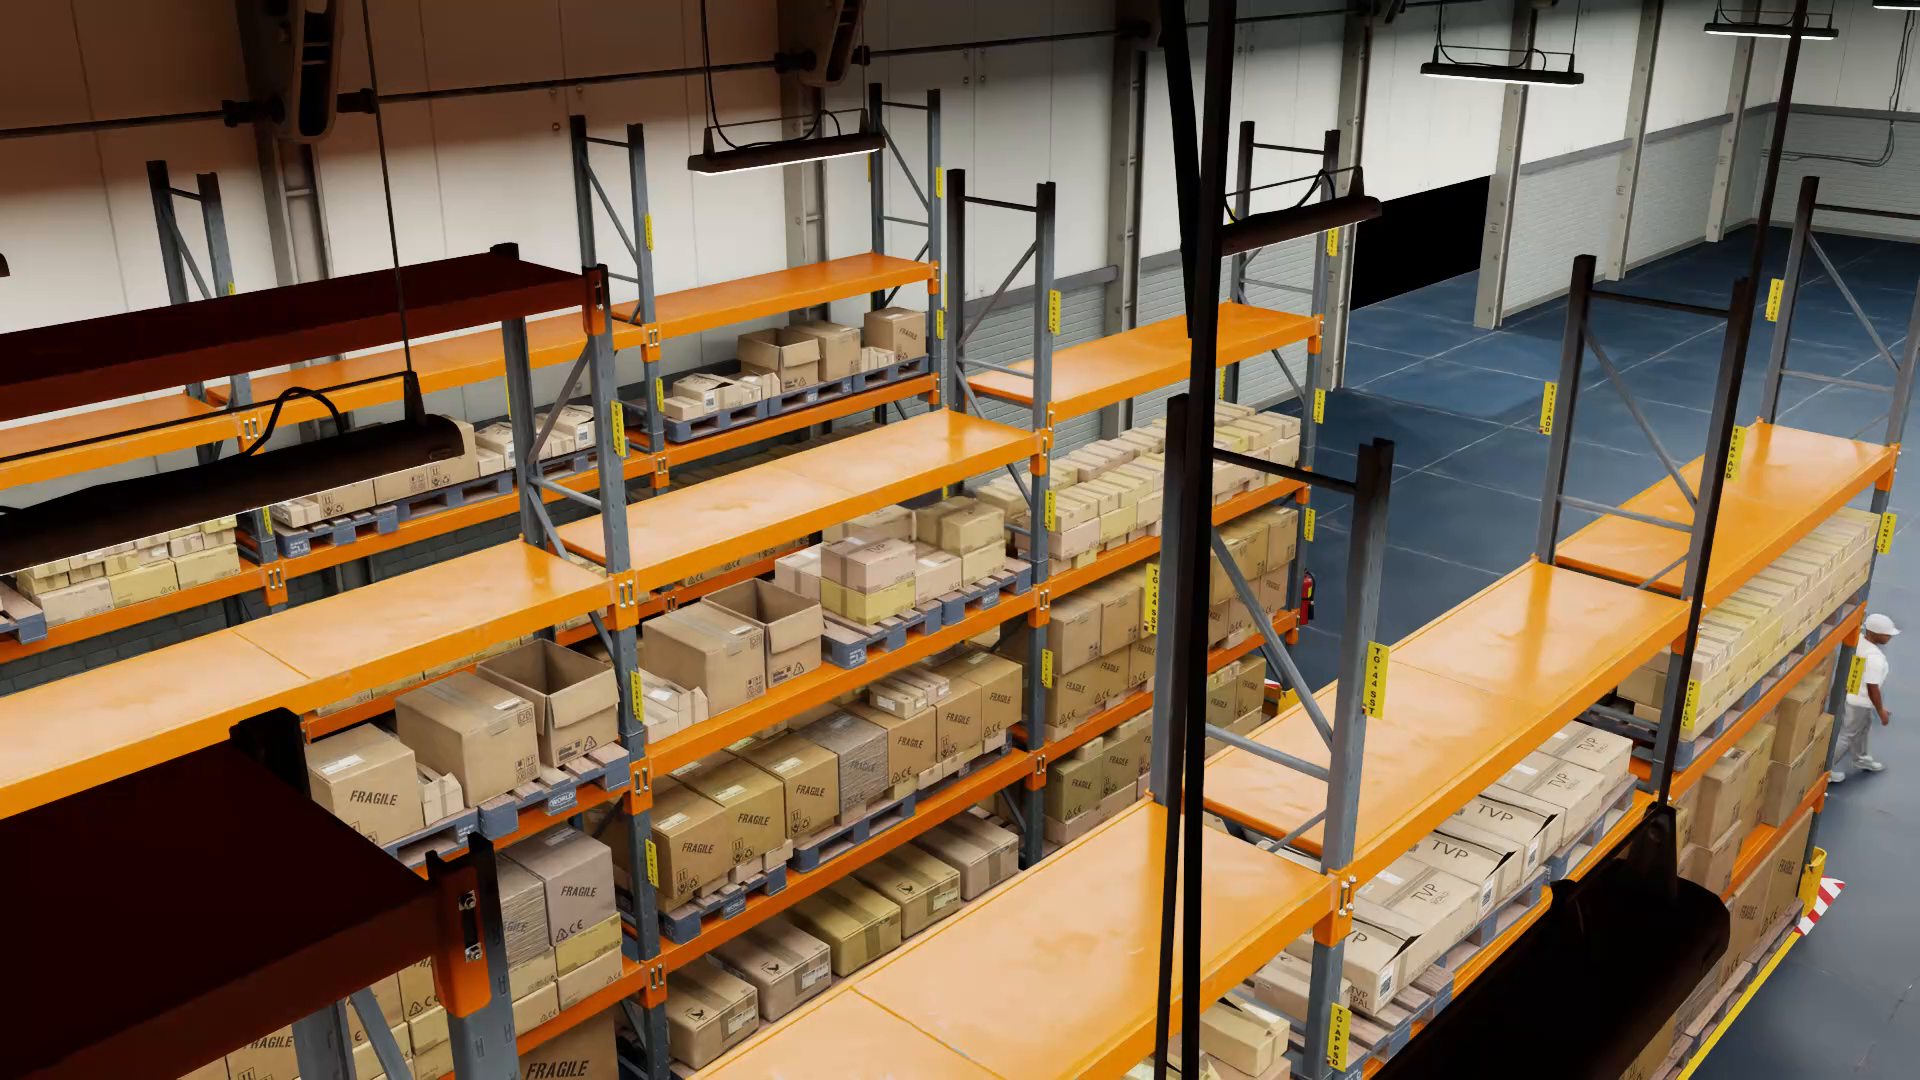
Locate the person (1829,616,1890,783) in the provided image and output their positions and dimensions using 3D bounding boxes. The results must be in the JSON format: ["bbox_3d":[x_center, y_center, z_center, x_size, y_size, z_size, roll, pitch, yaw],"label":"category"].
[{"bbox_3d":[8.547,1.513,15.741,0.628,1.739,0.693,11,24,27],"label":"person"}]
